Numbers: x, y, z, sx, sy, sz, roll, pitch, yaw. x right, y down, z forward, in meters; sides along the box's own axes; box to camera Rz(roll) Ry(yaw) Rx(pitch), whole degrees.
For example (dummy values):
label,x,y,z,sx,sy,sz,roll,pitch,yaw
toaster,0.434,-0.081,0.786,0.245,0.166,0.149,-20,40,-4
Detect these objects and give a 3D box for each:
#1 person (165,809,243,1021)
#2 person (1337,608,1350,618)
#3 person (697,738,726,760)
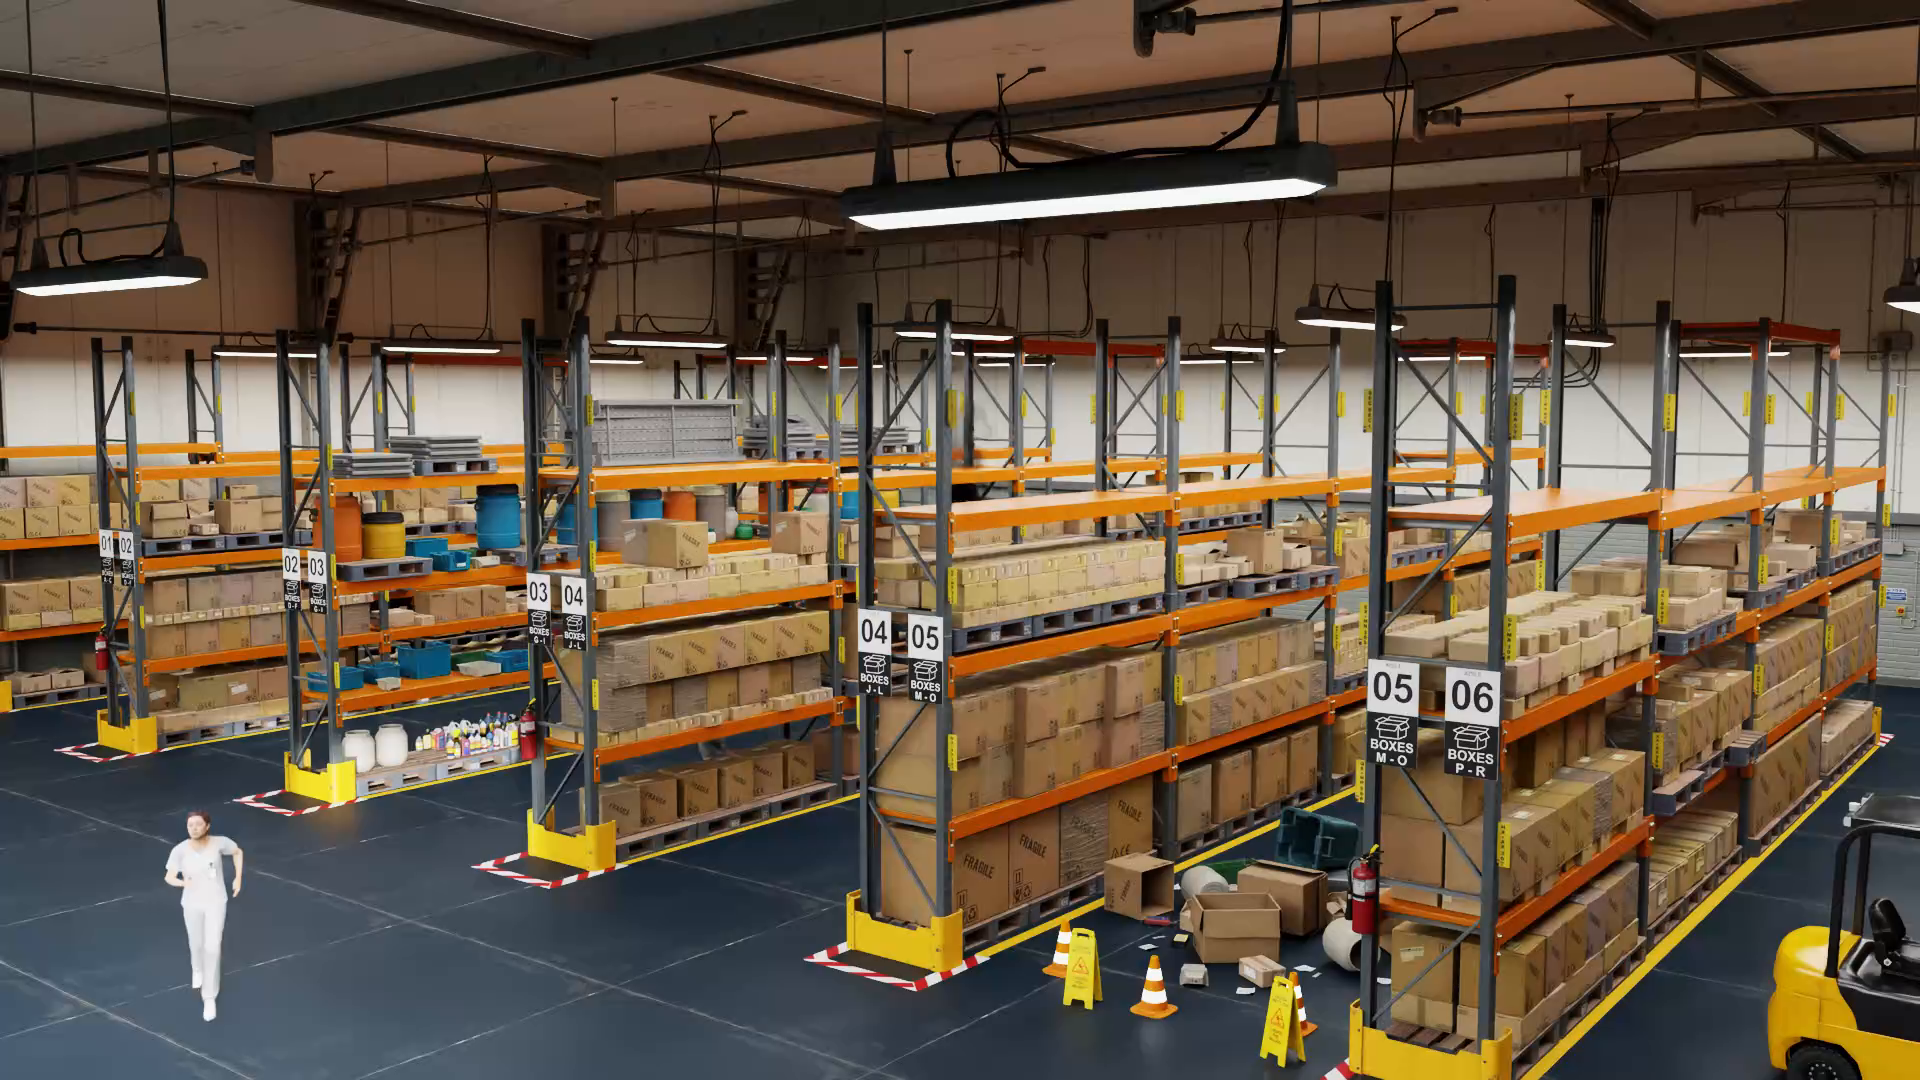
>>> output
label,x,y,z,sx,sy,sz,roll,pitch,yaw
person,-6.401,3.105,14.123,0.574,1.707,0.915,-1,5,-16
person,6.180,1.970,26.798,0.700,1.747,0.673,4,7,41
person,-3.492,2.297,22.836,0.692,1.718,0.591,2,6,25
